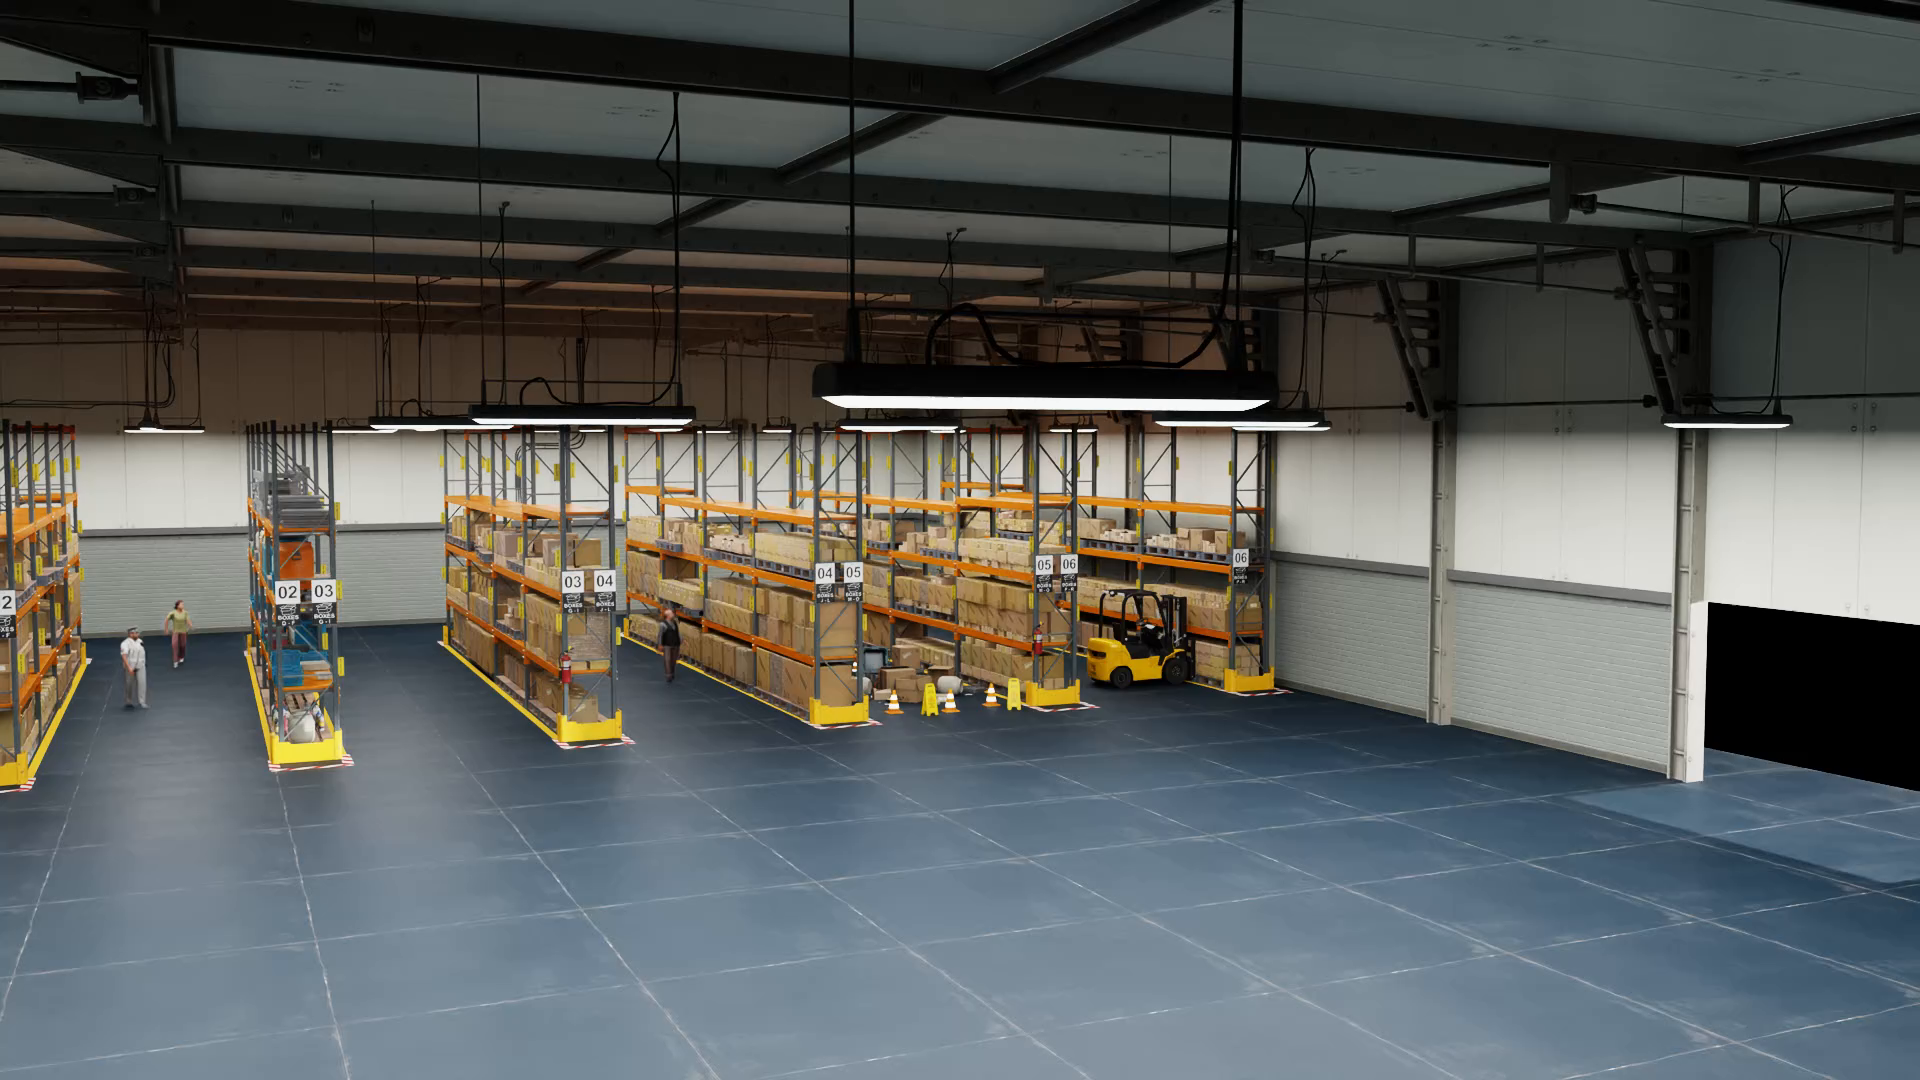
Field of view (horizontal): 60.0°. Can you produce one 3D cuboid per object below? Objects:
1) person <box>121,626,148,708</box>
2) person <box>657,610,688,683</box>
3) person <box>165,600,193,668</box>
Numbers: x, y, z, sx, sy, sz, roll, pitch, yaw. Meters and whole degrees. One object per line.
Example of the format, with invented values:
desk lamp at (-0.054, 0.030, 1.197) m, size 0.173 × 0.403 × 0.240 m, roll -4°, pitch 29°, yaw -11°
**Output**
person at (-17.373, 2.668, 34.990) m, size 0.506 × 1.726 × 1.025 m, roll -2°, pitch 4°, yaw -31°
person at (-6.663, 2.450, 38.557) m, size 0.700 × 1.653 × 1.070 m, roll -1°, pitch 4°, yaw -19°
person at (-19.511, 2.319, 41.565) m, size 0.646 × 1.648 × 0.982 m, roll -1°, pitch 4°, yaw -21°
